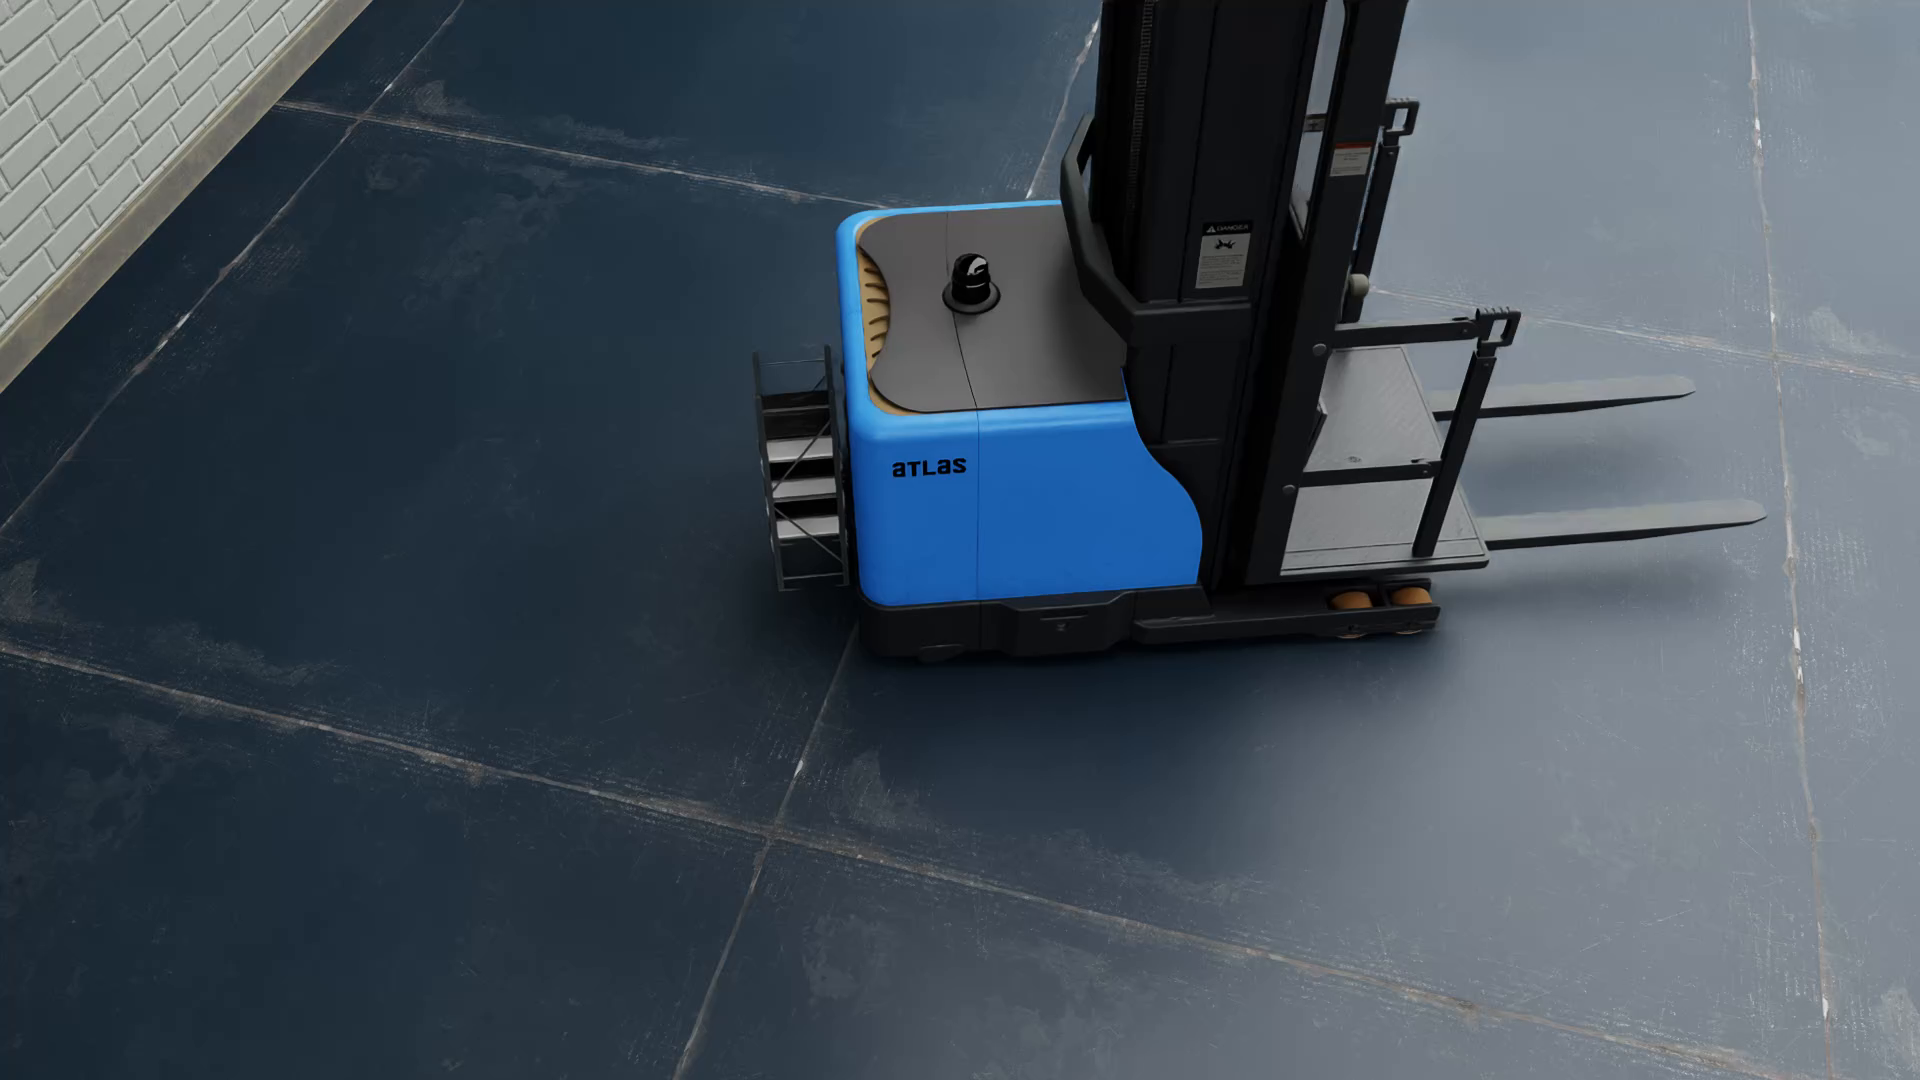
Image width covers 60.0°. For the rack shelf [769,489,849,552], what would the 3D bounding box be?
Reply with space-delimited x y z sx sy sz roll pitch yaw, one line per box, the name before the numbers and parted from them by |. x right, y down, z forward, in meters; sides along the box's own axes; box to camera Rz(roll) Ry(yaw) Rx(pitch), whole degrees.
rack shelf | -0.503 -0.071 5.497 0.258 0.077 0.200 -5 49 -4

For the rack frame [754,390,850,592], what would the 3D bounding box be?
rack frame | -0.491 -0.136 5.270 0.240 0.900 0.006 -5 49 -4

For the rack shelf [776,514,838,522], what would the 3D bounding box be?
rack shelf | -0.503 -0.140 5.418 0.199 0.015 0.184 -5 49 -4

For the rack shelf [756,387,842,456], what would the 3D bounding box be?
rack shelf | -0.503 -0.368 5.159 0.258 0.077 0.200 -5 49 -4

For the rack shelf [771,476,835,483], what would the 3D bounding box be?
rack shelf | -0.503 -0.259 5.283 0.199 0.015 0.184 -5 49 -4

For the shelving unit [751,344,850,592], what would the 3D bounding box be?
shelving unit | -0.503 -0.212 5.337 0.258 0.900 0.210 -5 49 -4

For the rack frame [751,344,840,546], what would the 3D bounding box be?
rack frame | -0.515 -0.287 5.403 0.240 0.900 0.006 -5 49 -4

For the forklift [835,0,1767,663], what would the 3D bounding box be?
forklift | 1.143 -1.040 4.713 3.031 2.935 1.130 -4 49 -4

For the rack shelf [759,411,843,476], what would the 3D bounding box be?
rack shelf | -0.503 -0.309 5.227 0.258 0.077 0.200 -5 49 -4

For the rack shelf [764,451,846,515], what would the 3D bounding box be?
rack shelf | -0.503 -0.190 5.362 0.258 0.077 0.200 -5 49 -4
